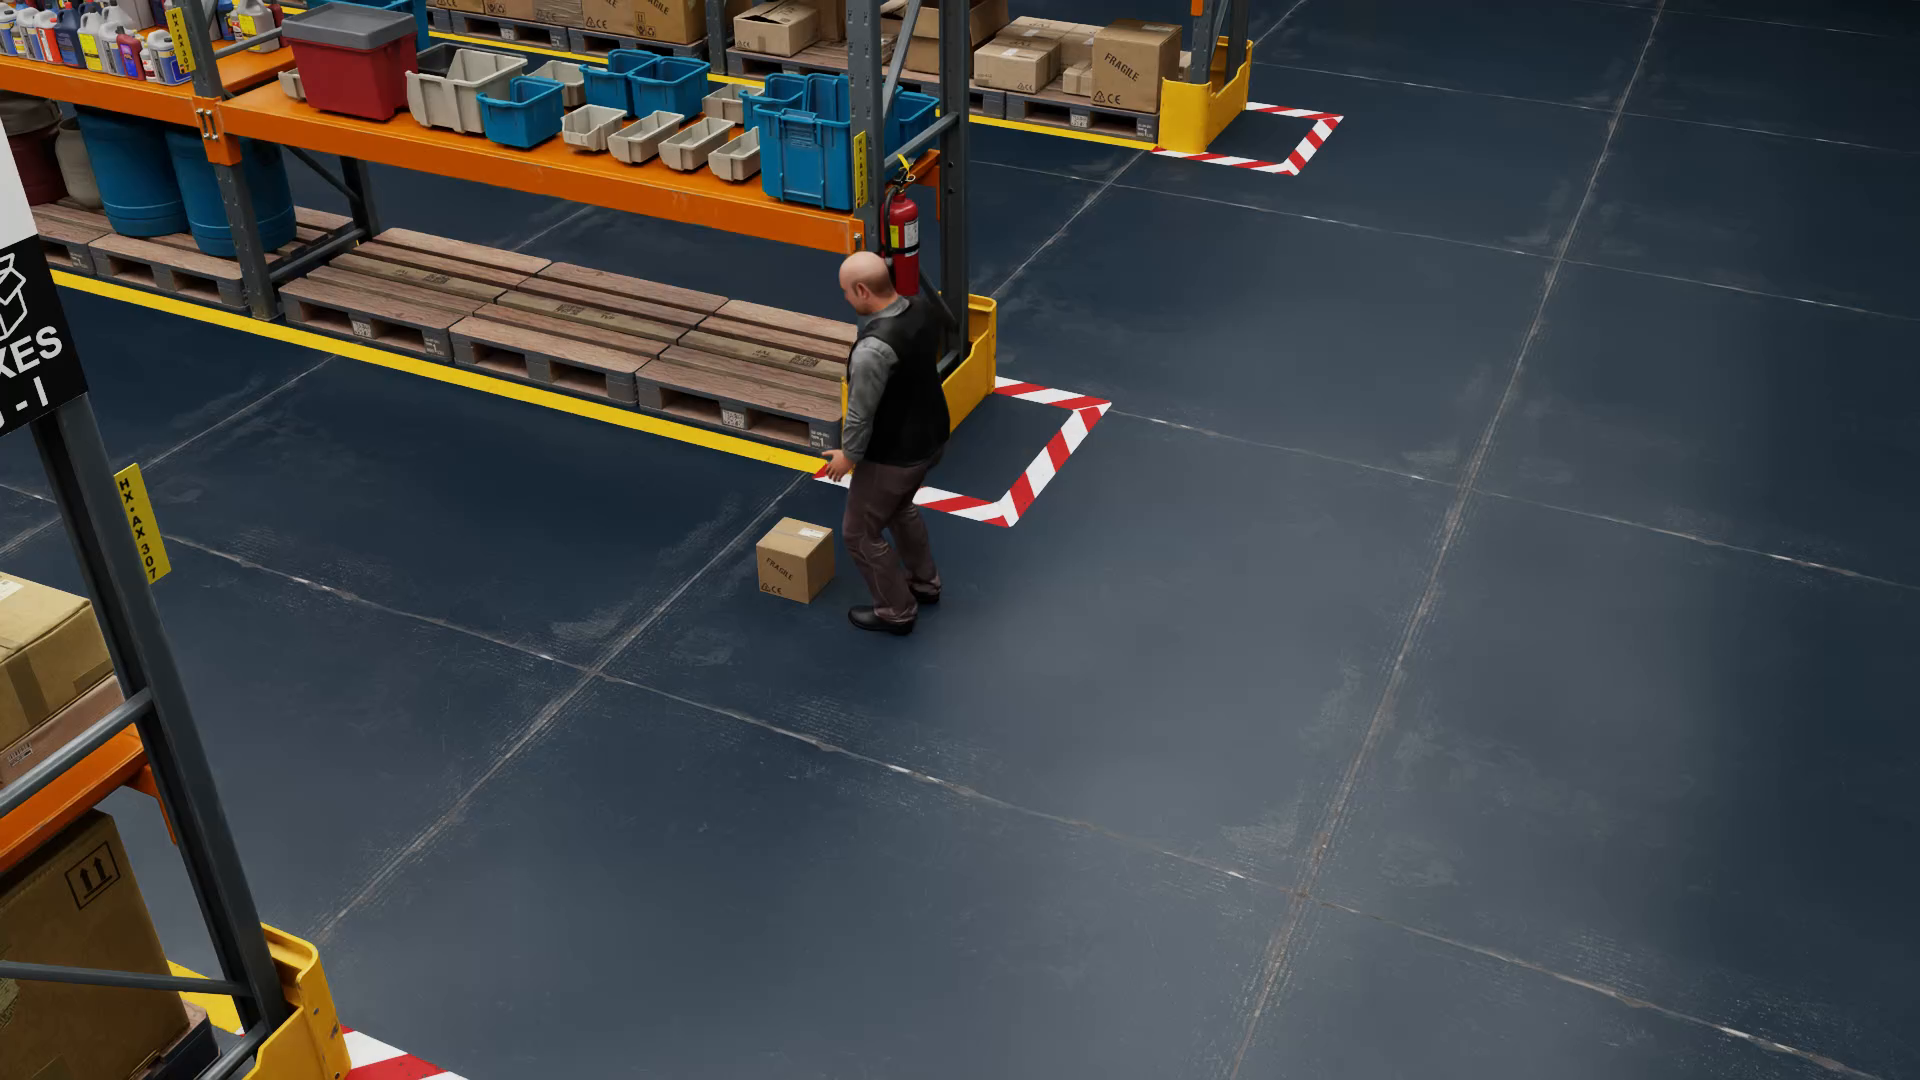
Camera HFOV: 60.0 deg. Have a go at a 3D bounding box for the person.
[{"bbox_3d":[-0.285,-0.373,6.777,0.423,1.679,0.556,15,36,22],"label":"person"}]
